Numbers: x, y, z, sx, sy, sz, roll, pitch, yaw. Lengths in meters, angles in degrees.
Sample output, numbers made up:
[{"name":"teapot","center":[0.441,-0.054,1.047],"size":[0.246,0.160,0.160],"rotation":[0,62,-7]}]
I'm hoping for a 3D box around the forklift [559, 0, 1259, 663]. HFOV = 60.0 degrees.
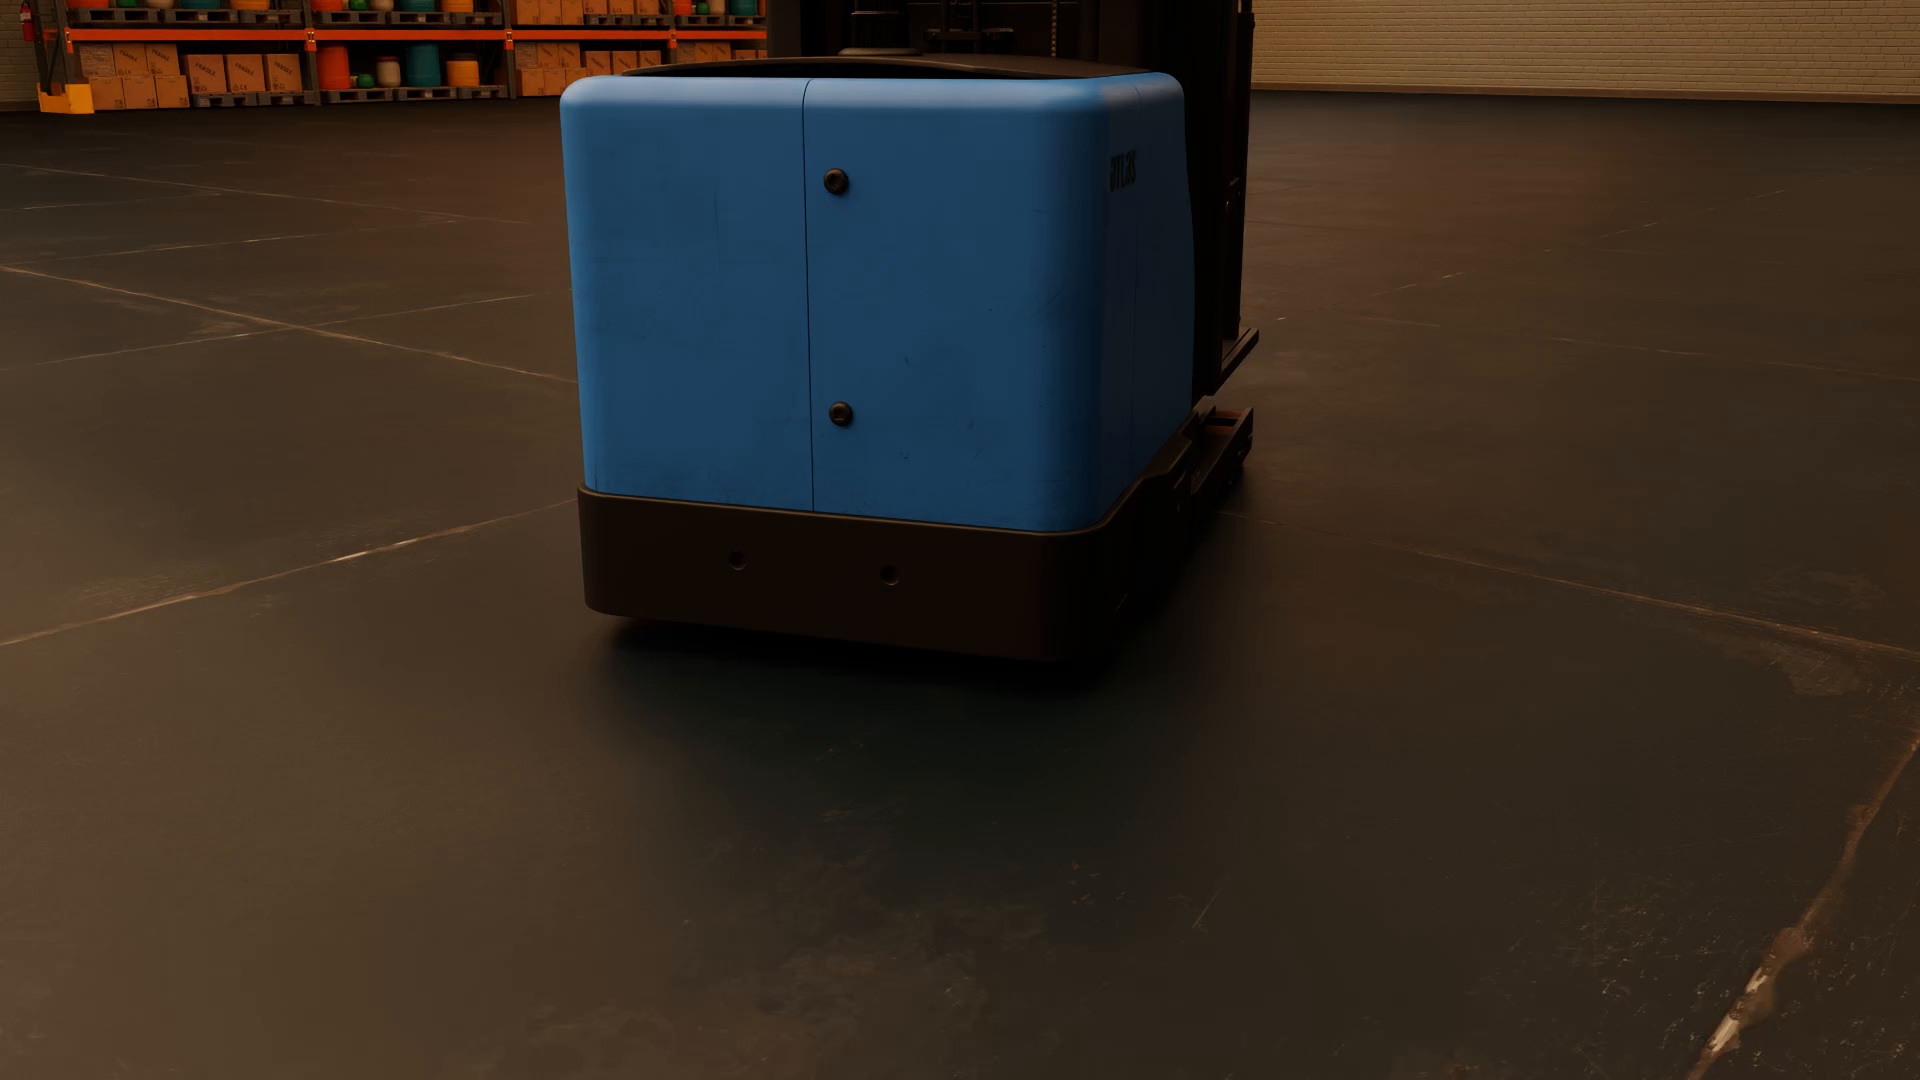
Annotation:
[{"name":"forklift","center":[0.182,-1.571,4.072],"size":[1.130,2.935,3.031],"rotation":[5,18,17]}]
